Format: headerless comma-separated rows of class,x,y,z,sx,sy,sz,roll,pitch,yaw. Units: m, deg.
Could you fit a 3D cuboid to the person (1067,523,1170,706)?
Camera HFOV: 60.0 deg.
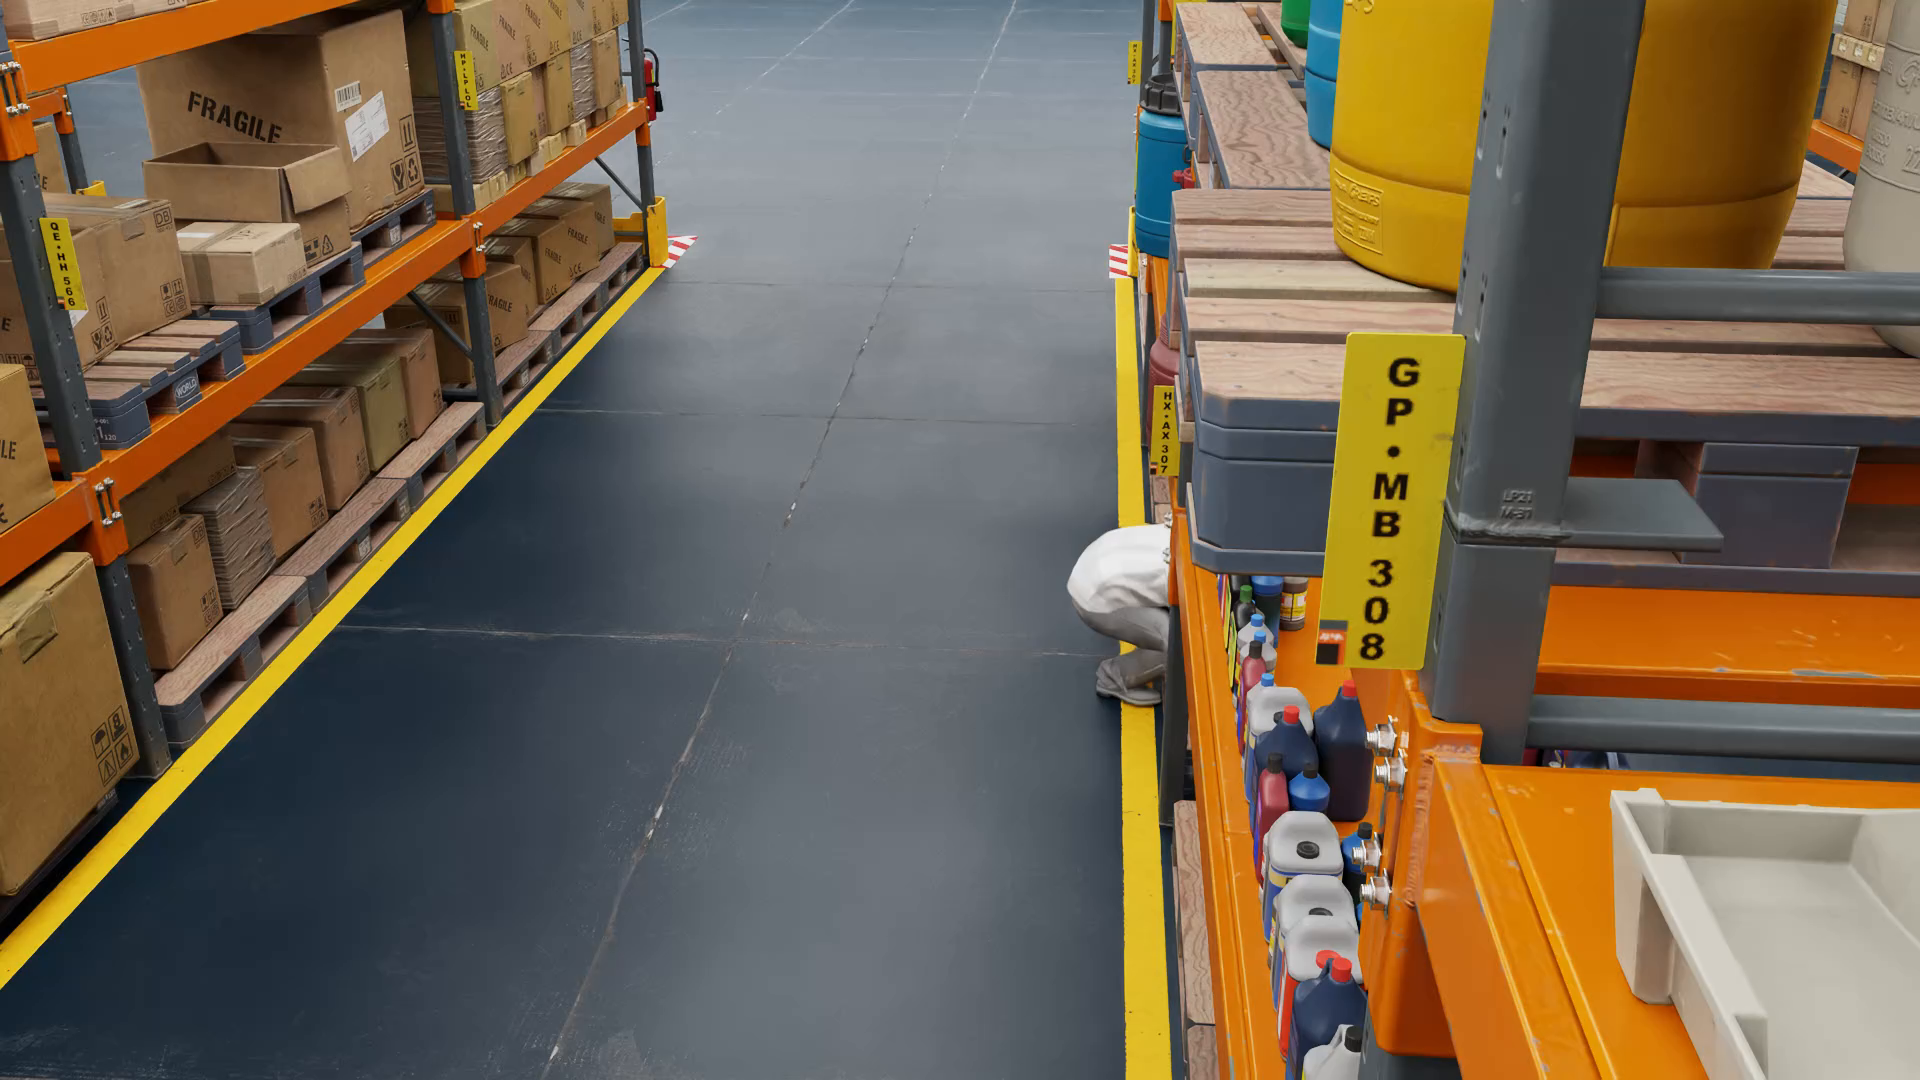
person,1.060,0.315,7.061,1.200,0.806,0.495,9,26,19
